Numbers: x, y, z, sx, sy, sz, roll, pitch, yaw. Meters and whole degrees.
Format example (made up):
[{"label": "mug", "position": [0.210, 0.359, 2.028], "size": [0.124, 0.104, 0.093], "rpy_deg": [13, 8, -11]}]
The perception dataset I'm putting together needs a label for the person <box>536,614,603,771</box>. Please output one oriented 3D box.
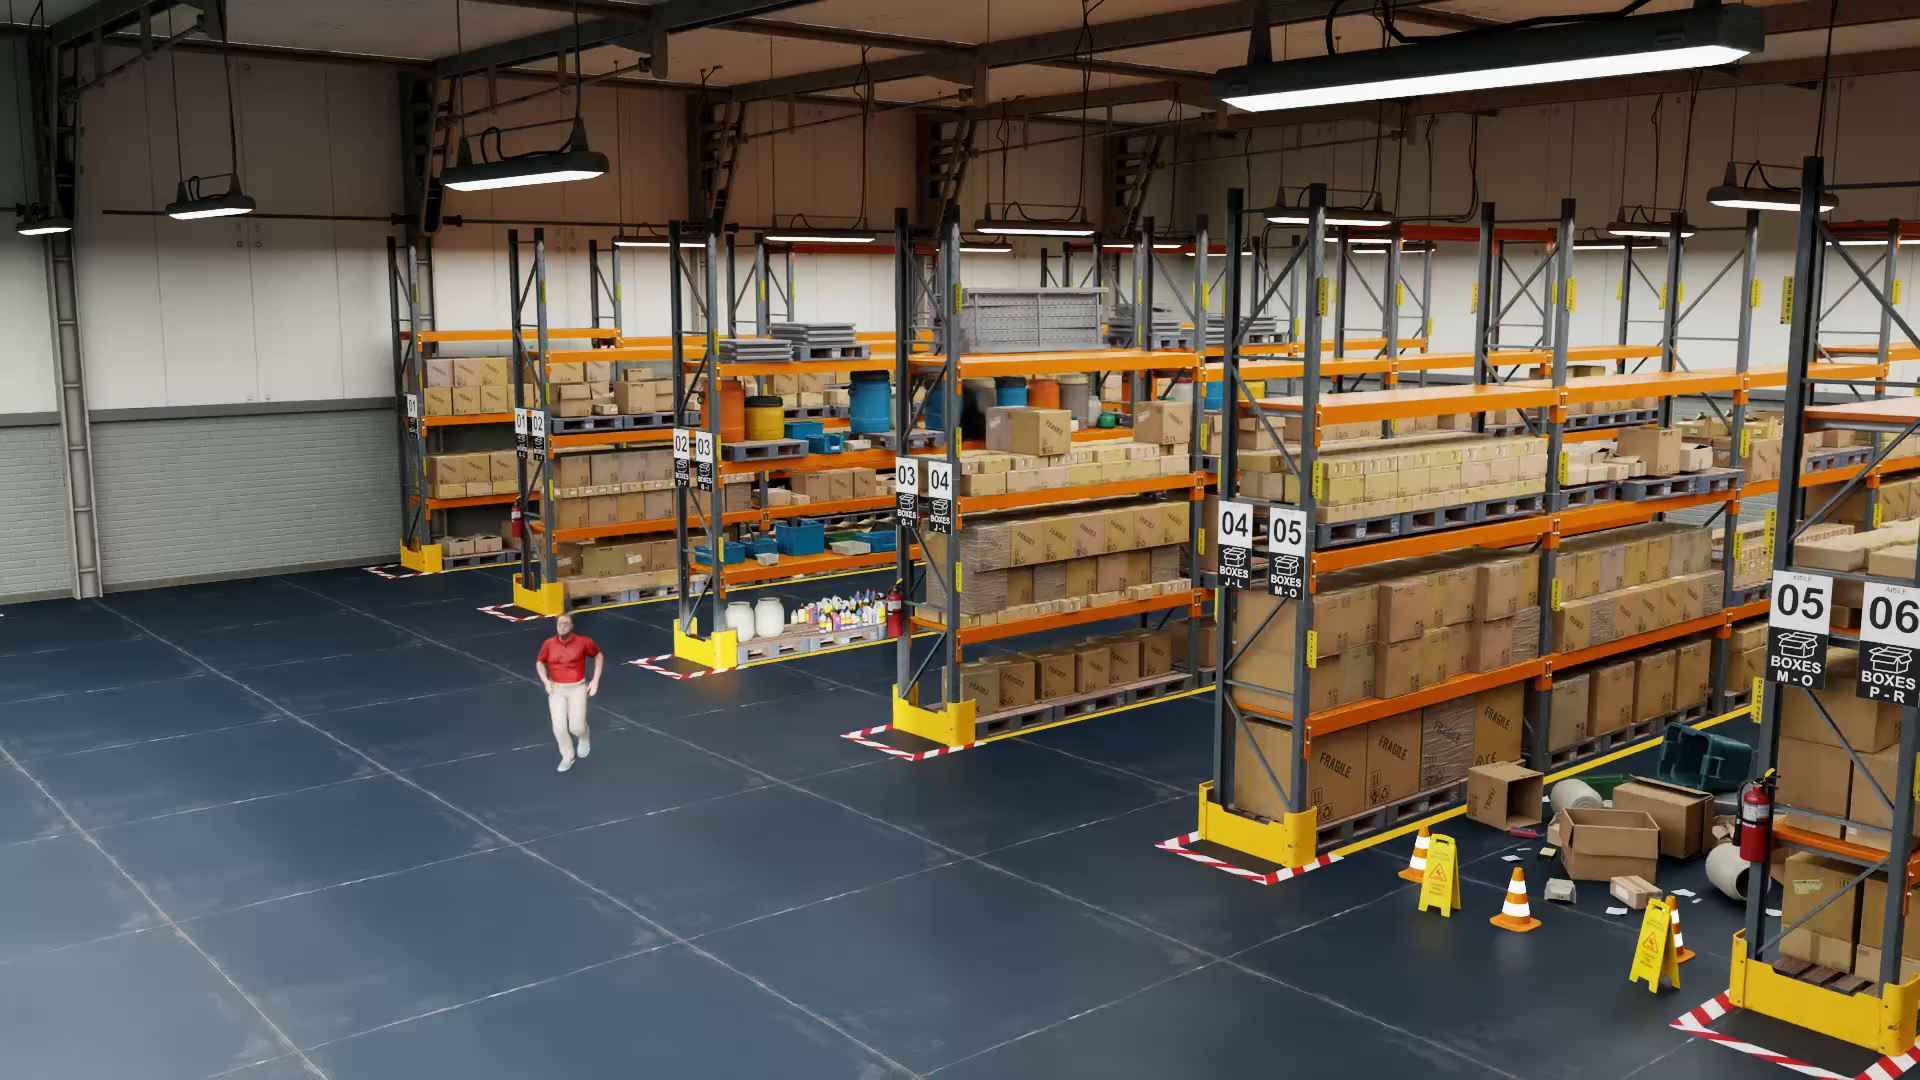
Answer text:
[{"label": "person", "position": [-4.184, 1.617, 17.822], "size": [0.698, 1.686, 0.620], "rpy_deg": [-1, 9, -4]}]
